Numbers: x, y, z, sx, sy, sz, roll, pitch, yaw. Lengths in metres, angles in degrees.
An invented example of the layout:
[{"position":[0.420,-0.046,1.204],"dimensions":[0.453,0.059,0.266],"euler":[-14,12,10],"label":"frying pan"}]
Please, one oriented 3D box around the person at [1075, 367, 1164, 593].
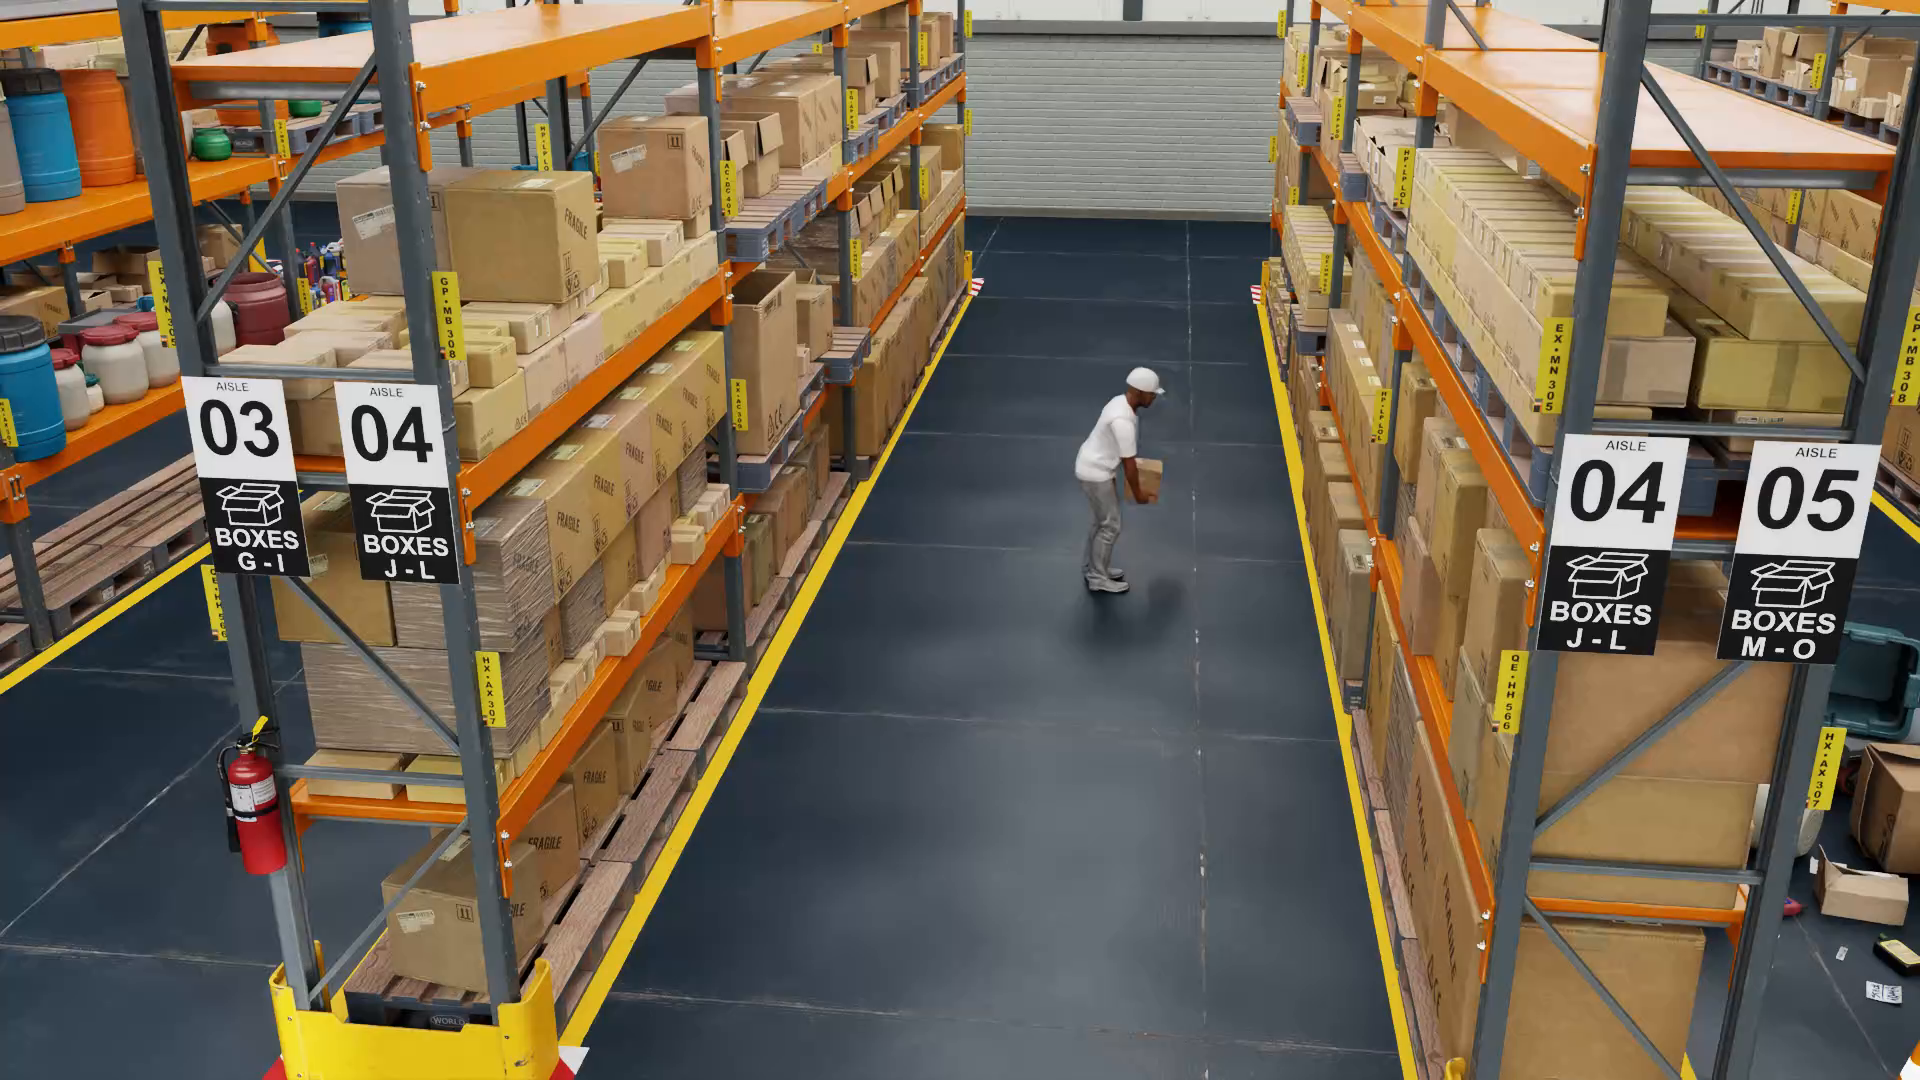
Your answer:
[{"position":[1.168,-0.459,12.341],"dimensions":[0.637,1.693,0.469],"euler":[2,21,5],"label":"person"}]
